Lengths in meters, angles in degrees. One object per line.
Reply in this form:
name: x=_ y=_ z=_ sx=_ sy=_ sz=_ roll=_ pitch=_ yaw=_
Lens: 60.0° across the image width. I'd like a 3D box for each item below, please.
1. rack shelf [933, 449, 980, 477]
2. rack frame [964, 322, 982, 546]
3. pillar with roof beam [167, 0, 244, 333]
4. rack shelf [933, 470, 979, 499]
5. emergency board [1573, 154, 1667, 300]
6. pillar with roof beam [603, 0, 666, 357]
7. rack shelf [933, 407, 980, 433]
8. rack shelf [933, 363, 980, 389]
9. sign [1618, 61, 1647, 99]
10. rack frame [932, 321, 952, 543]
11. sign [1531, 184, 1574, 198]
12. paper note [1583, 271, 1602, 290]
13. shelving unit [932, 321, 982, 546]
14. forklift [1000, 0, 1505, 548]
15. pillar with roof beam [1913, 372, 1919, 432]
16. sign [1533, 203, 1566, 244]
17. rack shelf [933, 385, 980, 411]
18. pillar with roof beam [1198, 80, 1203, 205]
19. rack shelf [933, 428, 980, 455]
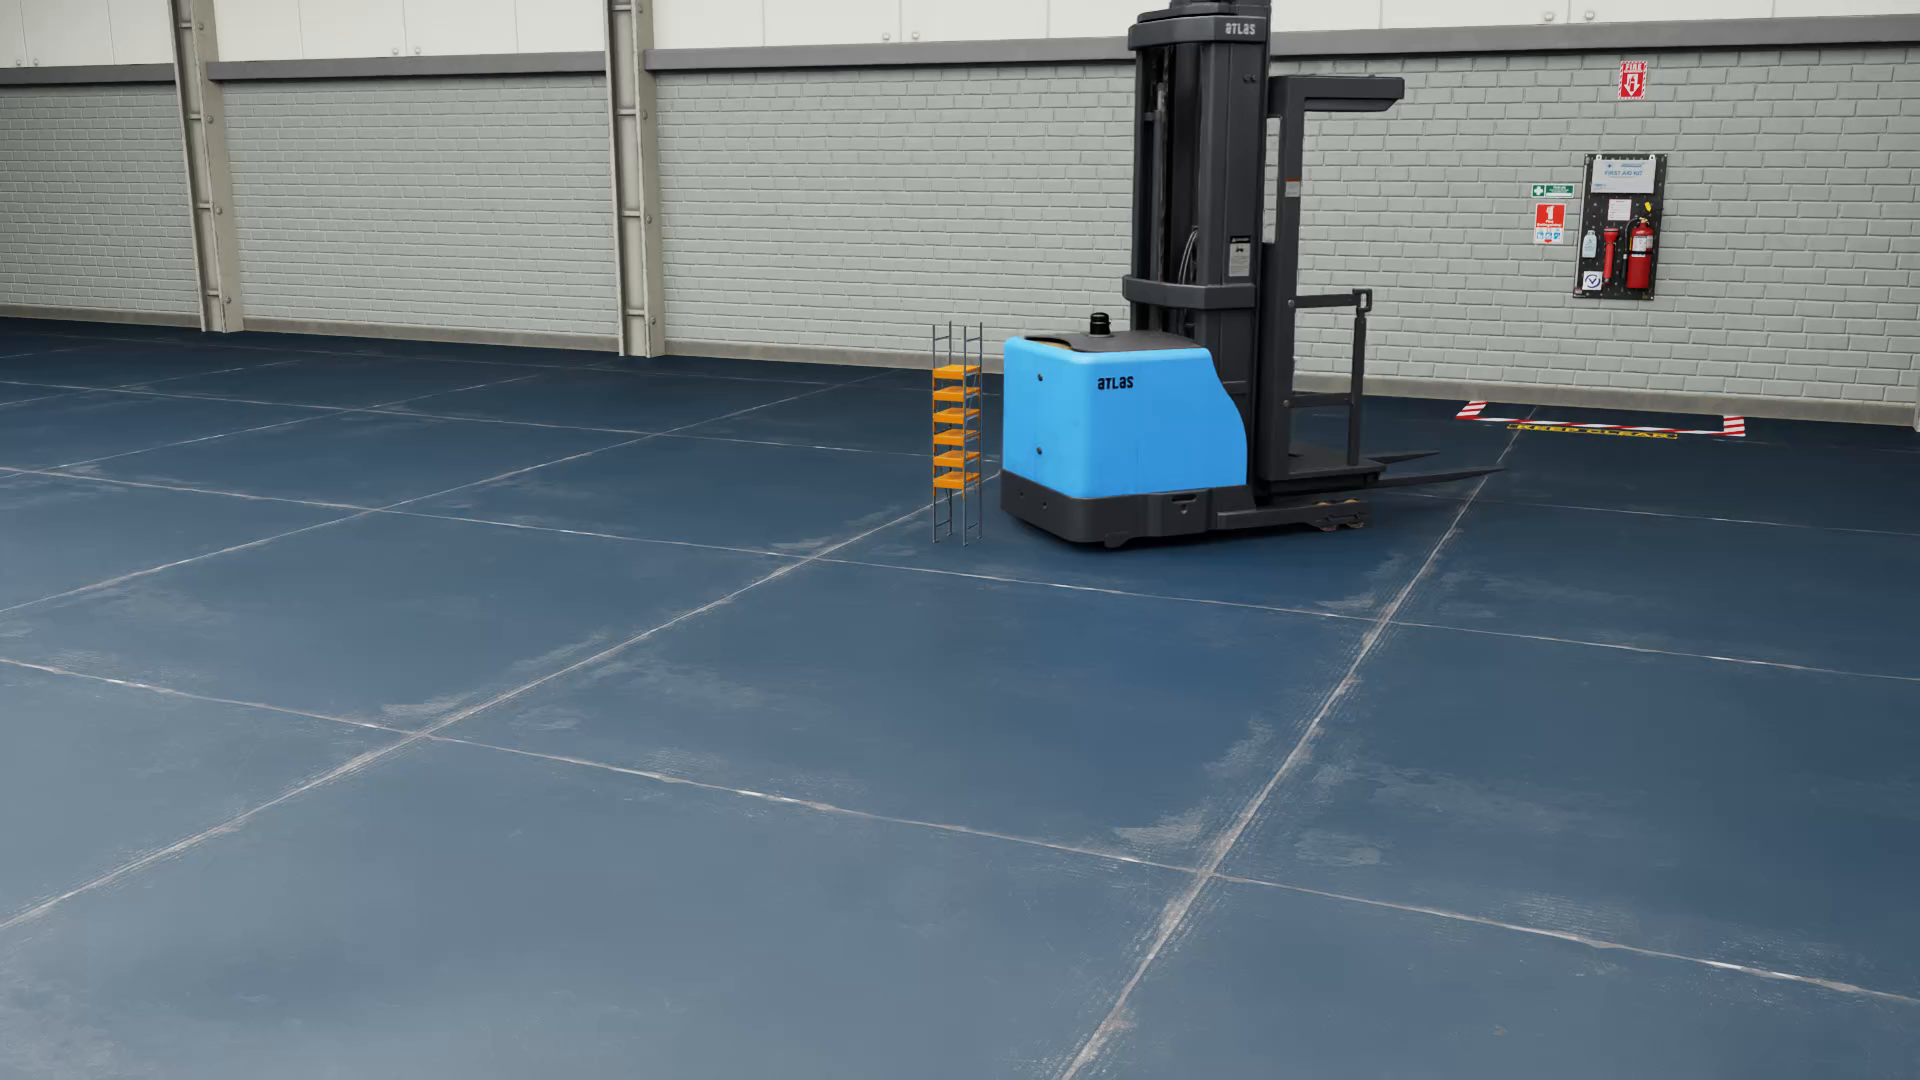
rack shelf: x=-0.013 y=-0.425 z=9.161 sx=0.180 sy=0.103 sz=0.258 roll=6 pitch=14 yaw=23
rack frame: x=0.070 y=-0.577 z=9.087 sx=0.006 sy=1.200 sz=0.240 roll=6 pitch=14 yaw=23
pillar with roof beam: x=-10.586 y=-5.996 z=15.109 sx=0.400 sy=9.000 sz=9.100 roll=6 pitch=14 yaw=23
rack shelf: x=-0.013 y=-0.309 z=9.188 sx=0.180 sy=0.103 sz=0.258 roll=6 pitch=14 yaw=23
emergency board: x=5.372 y=-2.545 z=13.537 sx=0.643 sy=1.169 sz=0.194 roll=6 pitch=14 yaw=23
pillar with roof beam: x=-5.100 y=-5.441 z=12.743 sx=0.400 sy=9.000 sz=9.100 roll=6 pitch=14 yaw=23
rack shelf: x=-0.013 y=-0.659 z=9.106 sx=0.180 sy=0.103 sz=0.258 roll=6 pitch=14 yaw=23
rack shelf: x=-0.013 y=-0.893 z=9.051 sx=0.180 sy=0.103 sz=0.258 roll=6 pitch=14 yaw=23
sign: x=5.405 y=-3.696 z=13.364 sx=0.199 sy=0.298 sz=0.001 roll=6 pitch=14 yaw=23
rack frame: x=-0.097 y=-0.594 z=9.160 sx=0.006 sy=1.200 sz=0.240 roll=6 pitch=14 yaw=23
sign: x=4.908 y=-2.891 z=13.772 sx=0.331 sy=0.109 sz=0.001 roll=6 pitch=14 yaw=23
paper note: x=5.238 y=-2.147 z=13.769 sx=0.142 sy=0.148 sz=0.016 roll=6 pitch=14 yaw=23
shelving unit: x=-0.013 y=-0.585 z=9.123 sx=0.189 sy=1.200 sz=0.258 roll=6 pitch=14 yaw=23
forklift: x=1.802 y=-1.580 z=9.572 sx=3.031 sy=2.935 sz=1.130 roll=-6 pitch=14 yaw=-22
pillar with roof beam: x=5.872 y=-4.330 z=8.011 sx=0.400 sy=9.000 sz=9.100 roll=6 pitch=14 yaw=23
sign: x=4.908 y=-2.636 z=13.842 sx=0.234 sy=0.329 sz=0.001 roll=6 pitch=14 yaw=23
rack shelf: x=-0.013 y=-0.776 z=9.079 sx=0.180 sy=0.103 sz=0.258 roll=6 pitch=14 yaw=23
pillar with roof beam: x=0.386 y=-4.886 z=10.377 sx=0.400 sy=9.000 sz=9.100 roll=6 pitch=14 yaw=23
rack shelf: x=-0.013 y=-0.542 z=9.134 sx=0.180 sy=0.103 sz=0.258 roll=6 pitch=14 yaw=23
